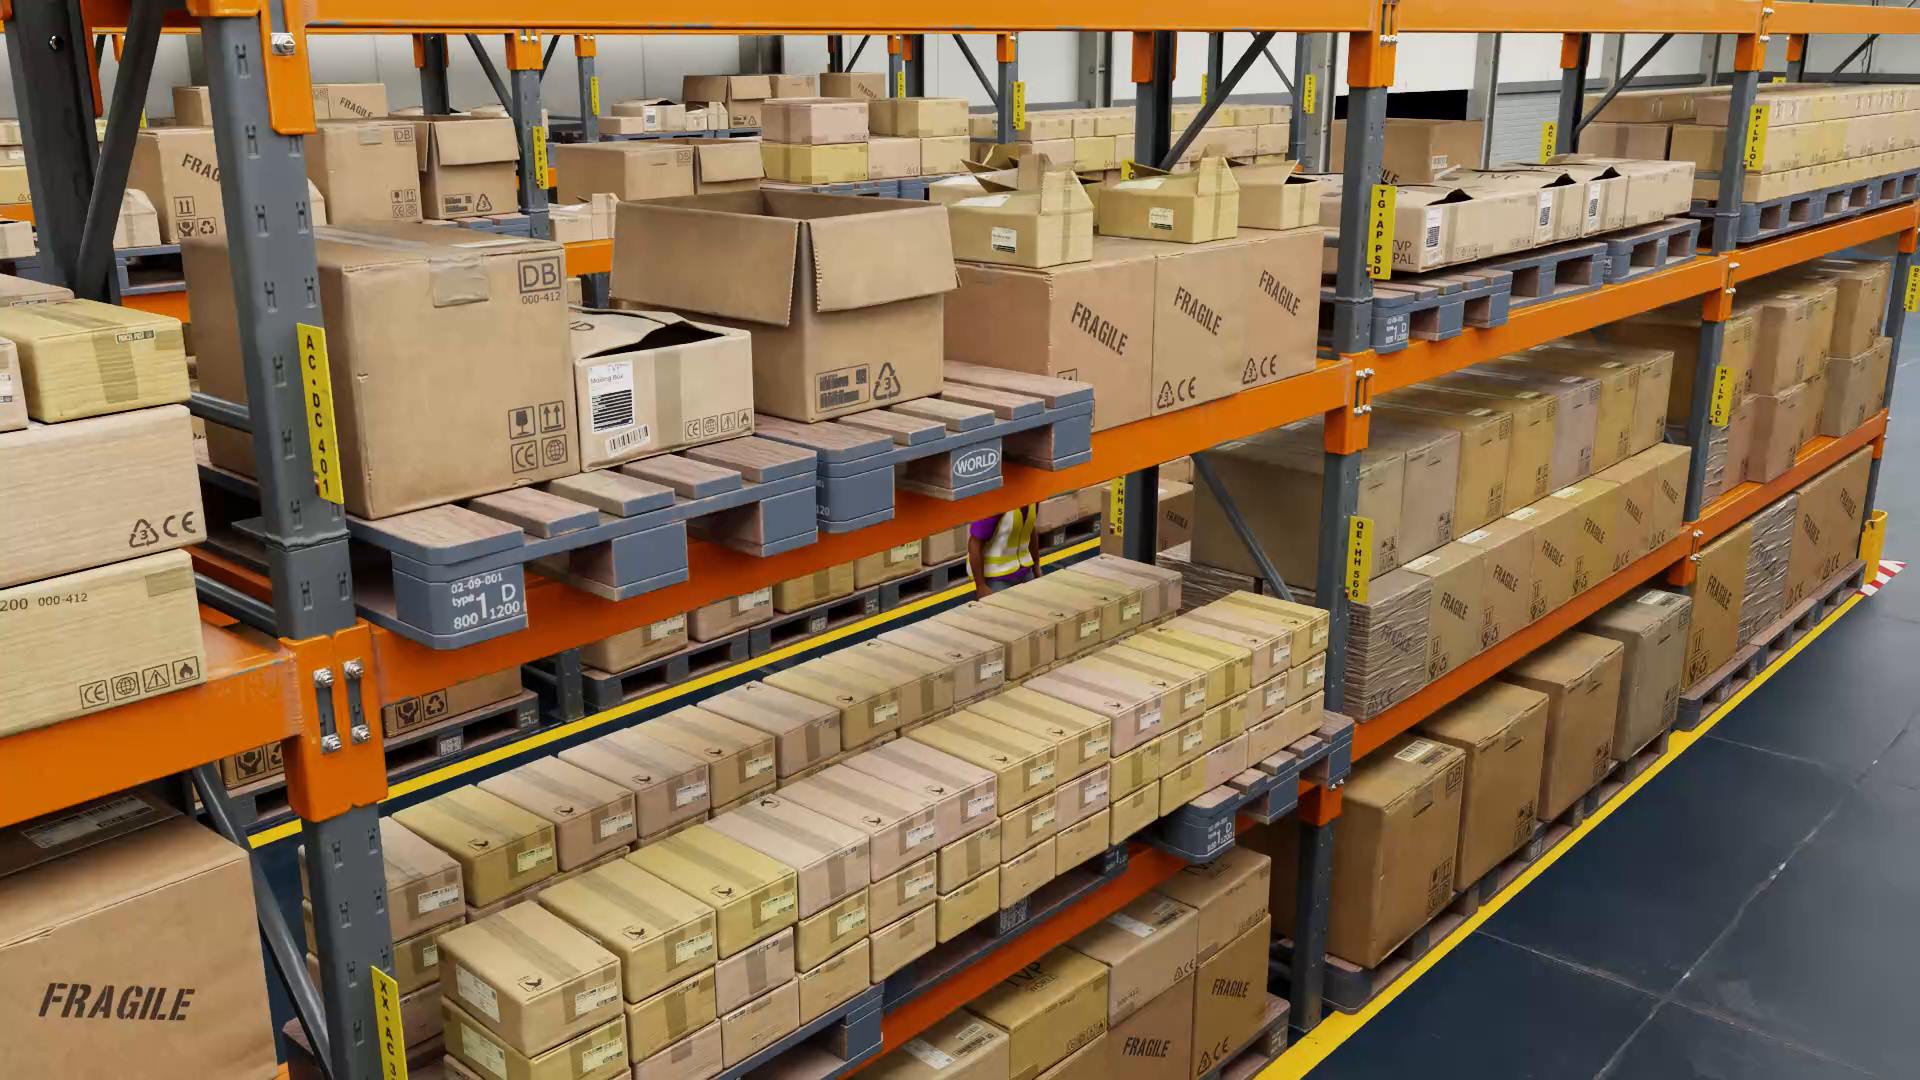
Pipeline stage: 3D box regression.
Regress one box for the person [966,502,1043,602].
[{"bbox_3d":[0.290,0.215,9.802,0.462,1.759,0.632,13,21,36],"label":"person"}]
